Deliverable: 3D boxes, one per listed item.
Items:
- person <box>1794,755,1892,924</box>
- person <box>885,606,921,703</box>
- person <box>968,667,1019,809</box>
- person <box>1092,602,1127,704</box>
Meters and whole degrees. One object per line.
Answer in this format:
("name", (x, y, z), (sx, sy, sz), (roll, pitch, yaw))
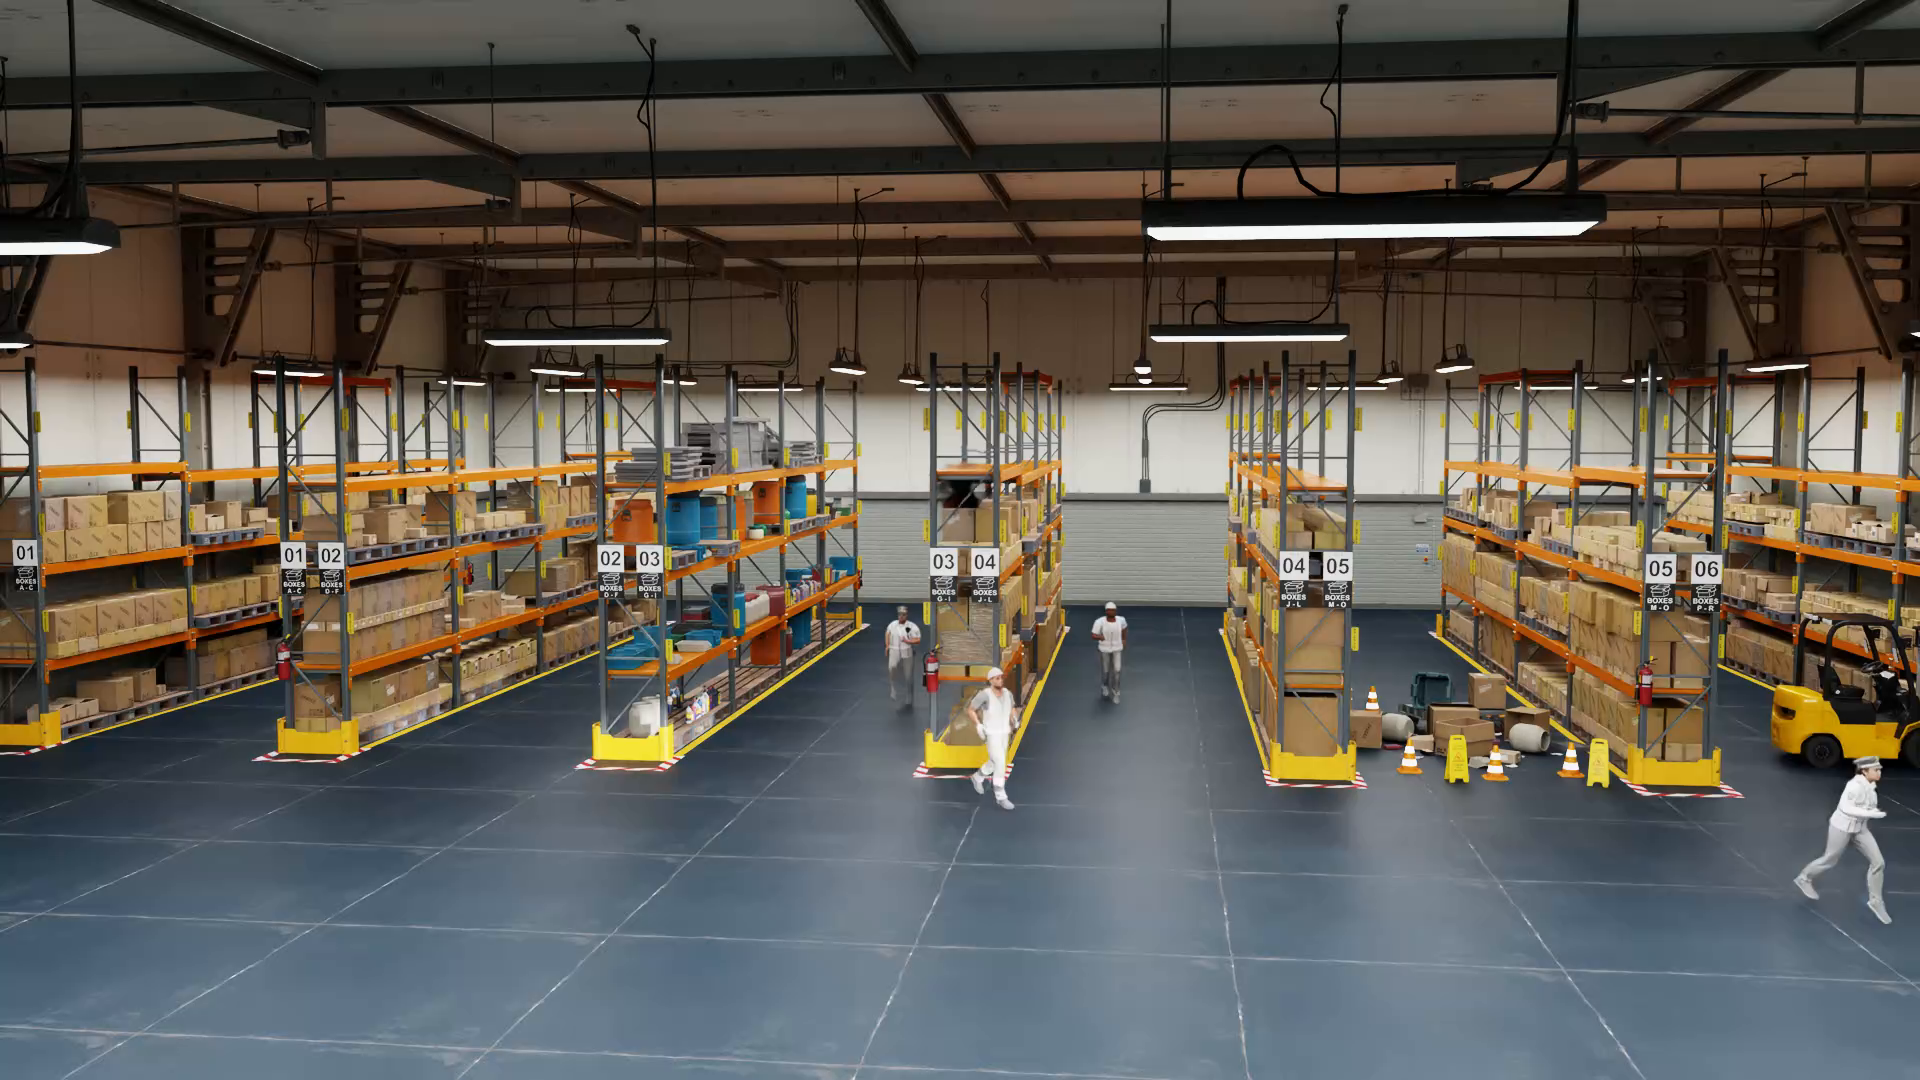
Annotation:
("person", (9.018, 2.981, 16.956), (0.612, 1.695, 0.992), (-2, 5, -30))
("person", (-1.011, 2.017, 29.087), (0.648, 1.750, 0.935), (0, 4, 6))
("person", (0.446, 2.549, 21.755), (0.659, 1.793, 0.914), (-3, 5, -40))
("person", (2.693, 2.012, 29.901), (0.650, 1.817, 0.856), (0, 4, 1))
